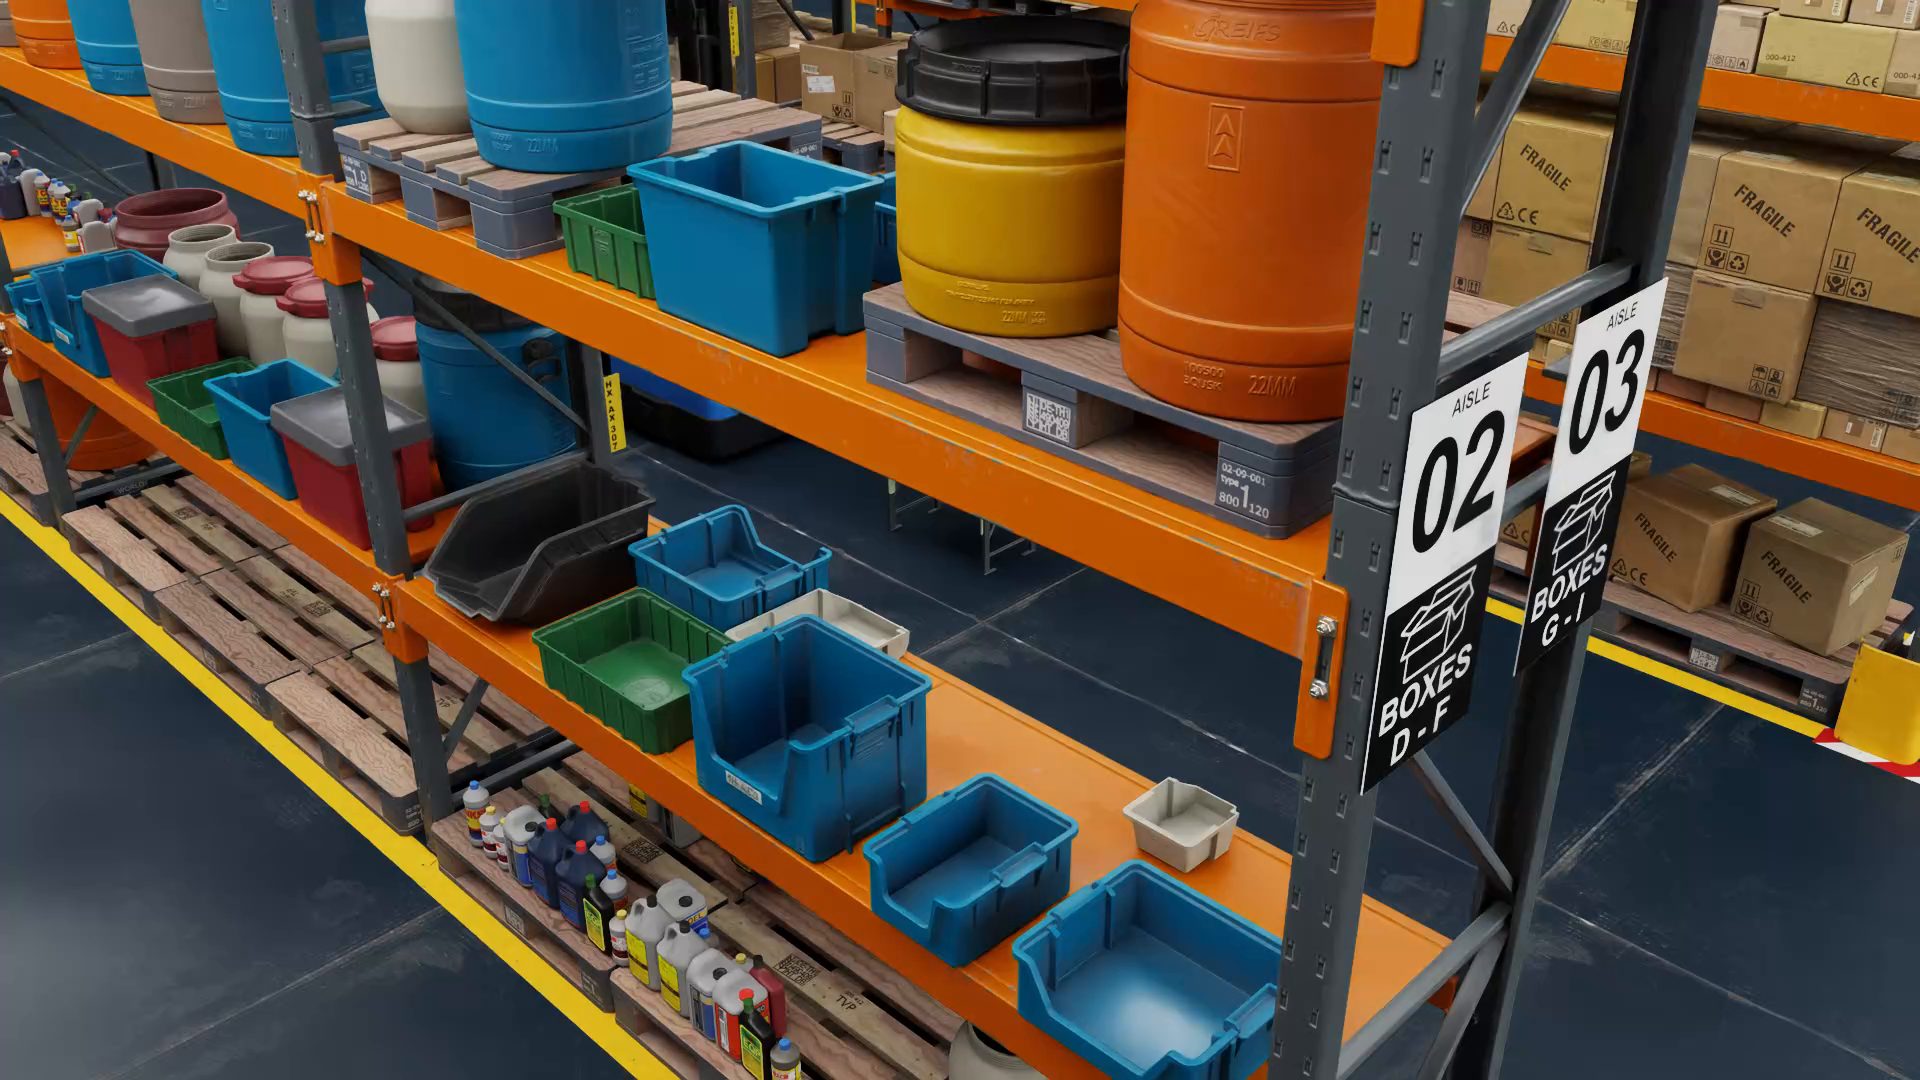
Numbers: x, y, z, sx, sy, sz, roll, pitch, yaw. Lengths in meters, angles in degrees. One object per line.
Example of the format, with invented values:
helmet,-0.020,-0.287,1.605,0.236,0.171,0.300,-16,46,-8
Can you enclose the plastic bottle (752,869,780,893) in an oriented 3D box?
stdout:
plastic bottle,-0.728,1.174,6.240,0.133,0.283,0.061,25,36,38

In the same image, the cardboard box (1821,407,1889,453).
cardboard box,4.004,-0.539,7.323,0.250,0.149,0.380,25,36,38

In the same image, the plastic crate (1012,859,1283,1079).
plastic crate,0.490,1.101,4.092,0.616,0.251,0.499,25,36,38

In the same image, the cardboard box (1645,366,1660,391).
cardboard box,3.279,-0.860,7.932,0.250,0.149,0.380,25,36,38

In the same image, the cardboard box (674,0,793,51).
cardboard box,-1.685,-3.887,12.234,0.797,0.503,0.637,-24,36,-38

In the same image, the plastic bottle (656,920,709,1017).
plastic bottle,-0.940,1.434,5.673,0.144,0.351,0.185,-24,36,-37

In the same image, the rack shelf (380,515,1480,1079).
rack shelf,-0.369,0.765,5.345,4.000,0.370,1.077,25,36,38

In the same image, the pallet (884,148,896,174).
pallet,0.265,-2.437,10.869,1.213,0.211,1.003,25,36,38

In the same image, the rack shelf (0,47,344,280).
rack shelf,-3.221,-1.868,7.129,4.000,0.370,1.077,25,36,38

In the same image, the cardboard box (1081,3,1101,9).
cardboard box,1.341,-5.016,15.385,0.380,0.149,0.250,-25,36,-38

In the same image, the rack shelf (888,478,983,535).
rack shelf,0.005,-0.373,9.049,0.720,0.370,0.431,25,36,38

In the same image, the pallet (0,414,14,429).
pallet,-6.105,-0.918,10.769,1.213,0.211,1.003,25,36,38

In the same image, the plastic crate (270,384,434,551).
plastic crate,-2.355,-0.291,6.511,0.583,0.464,0.402,25,36,38

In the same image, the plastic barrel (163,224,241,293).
plastic barrel,-3.764,-1.296,8.371,0.421,0.512,0.421,0,28,0

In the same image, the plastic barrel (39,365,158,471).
plastic barrel,-5.008,-0.890,9.601,0.708,0.830,0.600,25,36,38

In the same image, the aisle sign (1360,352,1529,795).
aisle sign,0.900,0.071,3.099,0.004,0.787,0.394,25,36,38

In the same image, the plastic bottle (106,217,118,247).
plastic bottle,-4.729,-1.704,9.402,0.135,0.276,0.152,25,36,38

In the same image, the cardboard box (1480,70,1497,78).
cardboard box,2.549,-2.250,8.804,0.500,0.500,0.500,25,36,38

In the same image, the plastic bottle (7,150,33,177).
plastic bottle,-5.829,-2.243,10.347,0.185,0.351,0.144,25,36,38

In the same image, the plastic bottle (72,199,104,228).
plastic bottle,-5.059,-1.855,9.689,0.135,0.276,0.152,25,36,38

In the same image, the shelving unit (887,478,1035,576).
shelving unit,0.005,-0.662,8.897,0.755,1.500,0.431,25,36,38

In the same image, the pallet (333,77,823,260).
pallet,-1.212,-1.247,5.378,1.003,0.211,1.213,25,36,38

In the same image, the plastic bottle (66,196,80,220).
plastic bottle,-5.165,-1.880,9.741,0.097,0.271,0.097,0,28,0

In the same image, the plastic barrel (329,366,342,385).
plastic barrel,-2.631,-0.627,7.369,0.301,0.262,0.301,0,28,0

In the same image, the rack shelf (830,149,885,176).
rack shelf,0.251,-2.184,10.953,4.000,0.370,1.077,25,36,38

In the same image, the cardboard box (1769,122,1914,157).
cardboard box,3.977,-1.598,7.565,0.500,0.500,0.500,25,36,38

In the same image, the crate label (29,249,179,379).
crate label,-4.129,-1.113,8.105,0.616,0.435,0.502,25,36,38

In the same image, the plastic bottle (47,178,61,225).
plastic bottle,-5.452,-2.051,10.066,0.097,0.271,0.097,0,28,0

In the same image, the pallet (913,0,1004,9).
pallet,-0.035,-5.690,17.055,1.213,0.211,1.003,25,36,38

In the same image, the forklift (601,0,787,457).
forklift,-2.180,-2.380,10.627,3.031,2.935,1.130,24,36,38

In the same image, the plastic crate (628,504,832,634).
plastic crate,-0.816,0.131,5.937,0.616,0.251,0.499,25,36,38

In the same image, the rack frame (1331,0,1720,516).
rack frame,1.057,-1.556,2.540,0.127,3.000,1.000,25,36,38

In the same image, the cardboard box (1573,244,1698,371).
cardboard box,3.390,-1.210,7.900,0.500,0.500,0.875,25,36,38

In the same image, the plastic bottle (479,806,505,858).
plastic bottle,-1.803,1.121,6.430,0.097,0.201,0.097,0,28,0

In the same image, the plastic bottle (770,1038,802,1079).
plastic bottle,-0.560,1.689,5.348,0.097,0.201,0.097,0,28,0

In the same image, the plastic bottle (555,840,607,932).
plastic bottle,-1.376,1.235,6.052,0.185,0.351,0.144,23,35,36

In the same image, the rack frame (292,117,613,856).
rack frame,-1.795,-0.206,6.418,0.127,3.000,1.000,25,36,38

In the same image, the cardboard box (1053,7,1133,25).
cardboard box,1.209,-2.607,9.888,1.000,1.000,1.000,25,37,39

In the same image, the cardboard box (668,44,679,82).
cardboard box,-2.052,-3.442,12.466,0.500,0.500,0.500,24,36,38

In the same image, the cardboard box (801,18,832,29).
cardboard box,-1.675,-5.960,19.334,0.250,0.149,0.380,25,37,39

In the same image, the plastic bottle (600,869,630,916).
plastic bottle,-1.245,1.305,6.003,0.097,0.271,0.097,0,28,0

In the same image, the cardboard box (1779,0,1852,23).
cardboard box,3.542,-2.220,6.758,0.250,0.149,0.380,25,37,39

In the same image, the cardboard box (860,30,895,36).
cardboard box,-0.948,-5.617,18.682,0.250,0.149,0.380,24,36,38

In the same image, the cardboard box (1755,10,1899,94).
cardboard box,3.650,-2.041,6.846,0.500,0.250,0.500,25,37,39

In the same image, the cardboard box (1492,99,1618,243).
cardboard box,2.898,-1.751,7.856,0.500,0.500,0.500,25,36,38

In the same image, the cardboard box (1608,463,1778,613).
cardboard box,3.646,-0.017,8.294,0.500,0.500,0.500,-15,31,-27

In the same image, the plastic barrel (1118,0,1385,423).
plastic barrel,0.622,-0.721,3.262,0.708,0.830,0.600,25,36,38

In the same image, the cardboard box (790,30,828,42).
cardboard box,-1.695,-5.607,18.664,0.250,0.149,0.380,23,35,36

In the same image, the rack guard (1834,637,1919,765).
rack guard,4.475,0.537,7.691,0.348,0.500,1.175,25,36,38

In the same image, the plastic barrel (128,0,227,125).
plastic barrel,-2.776,-2.063,6.188,0.600,0.901,0.600,0,28,0
